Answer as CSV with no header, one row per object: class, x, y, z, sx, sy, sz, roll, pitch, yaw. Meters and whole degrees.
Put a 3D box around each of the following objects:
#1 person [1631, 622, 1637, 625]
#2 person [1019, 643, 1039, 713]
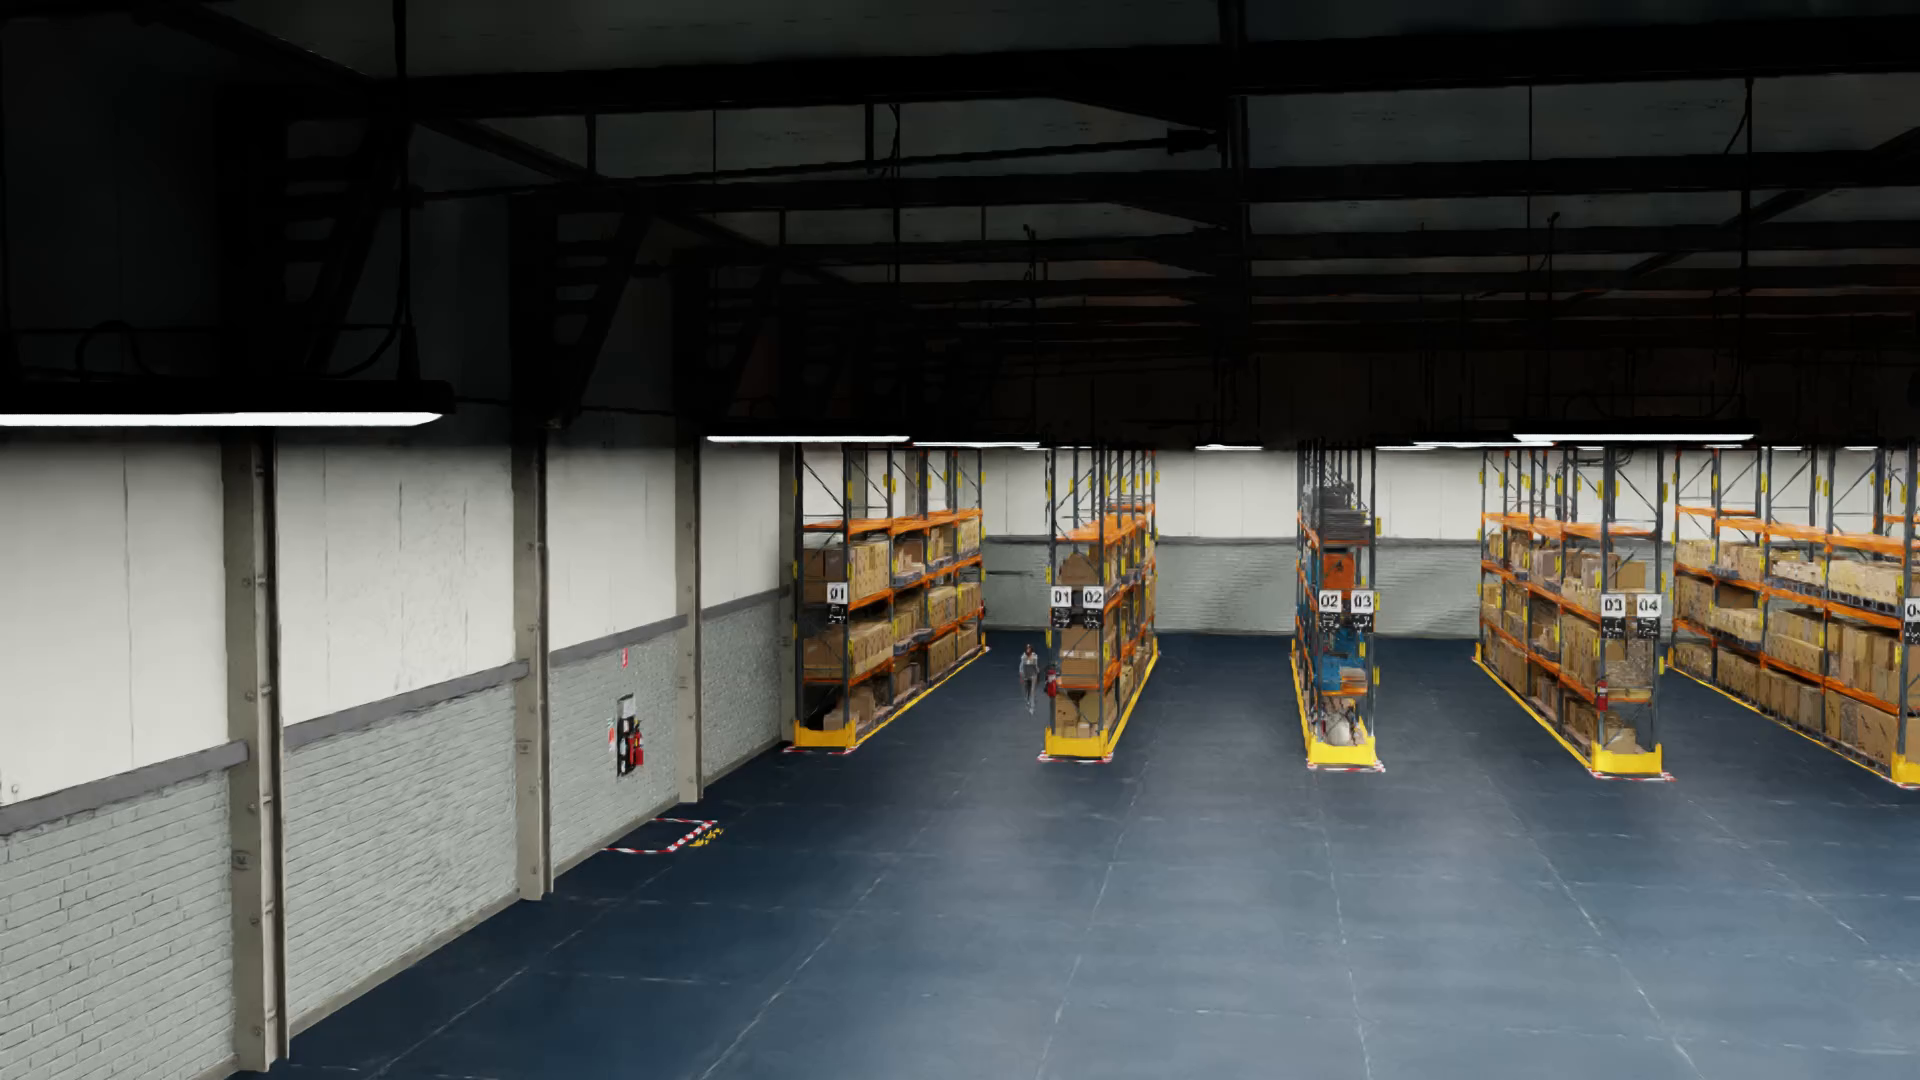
person,18.427,2.428,45.772,0.570,1.716,1.103,1,3,19
person,1.516,3.015,36.561,0.417,1.517,1.036,1,3,13
